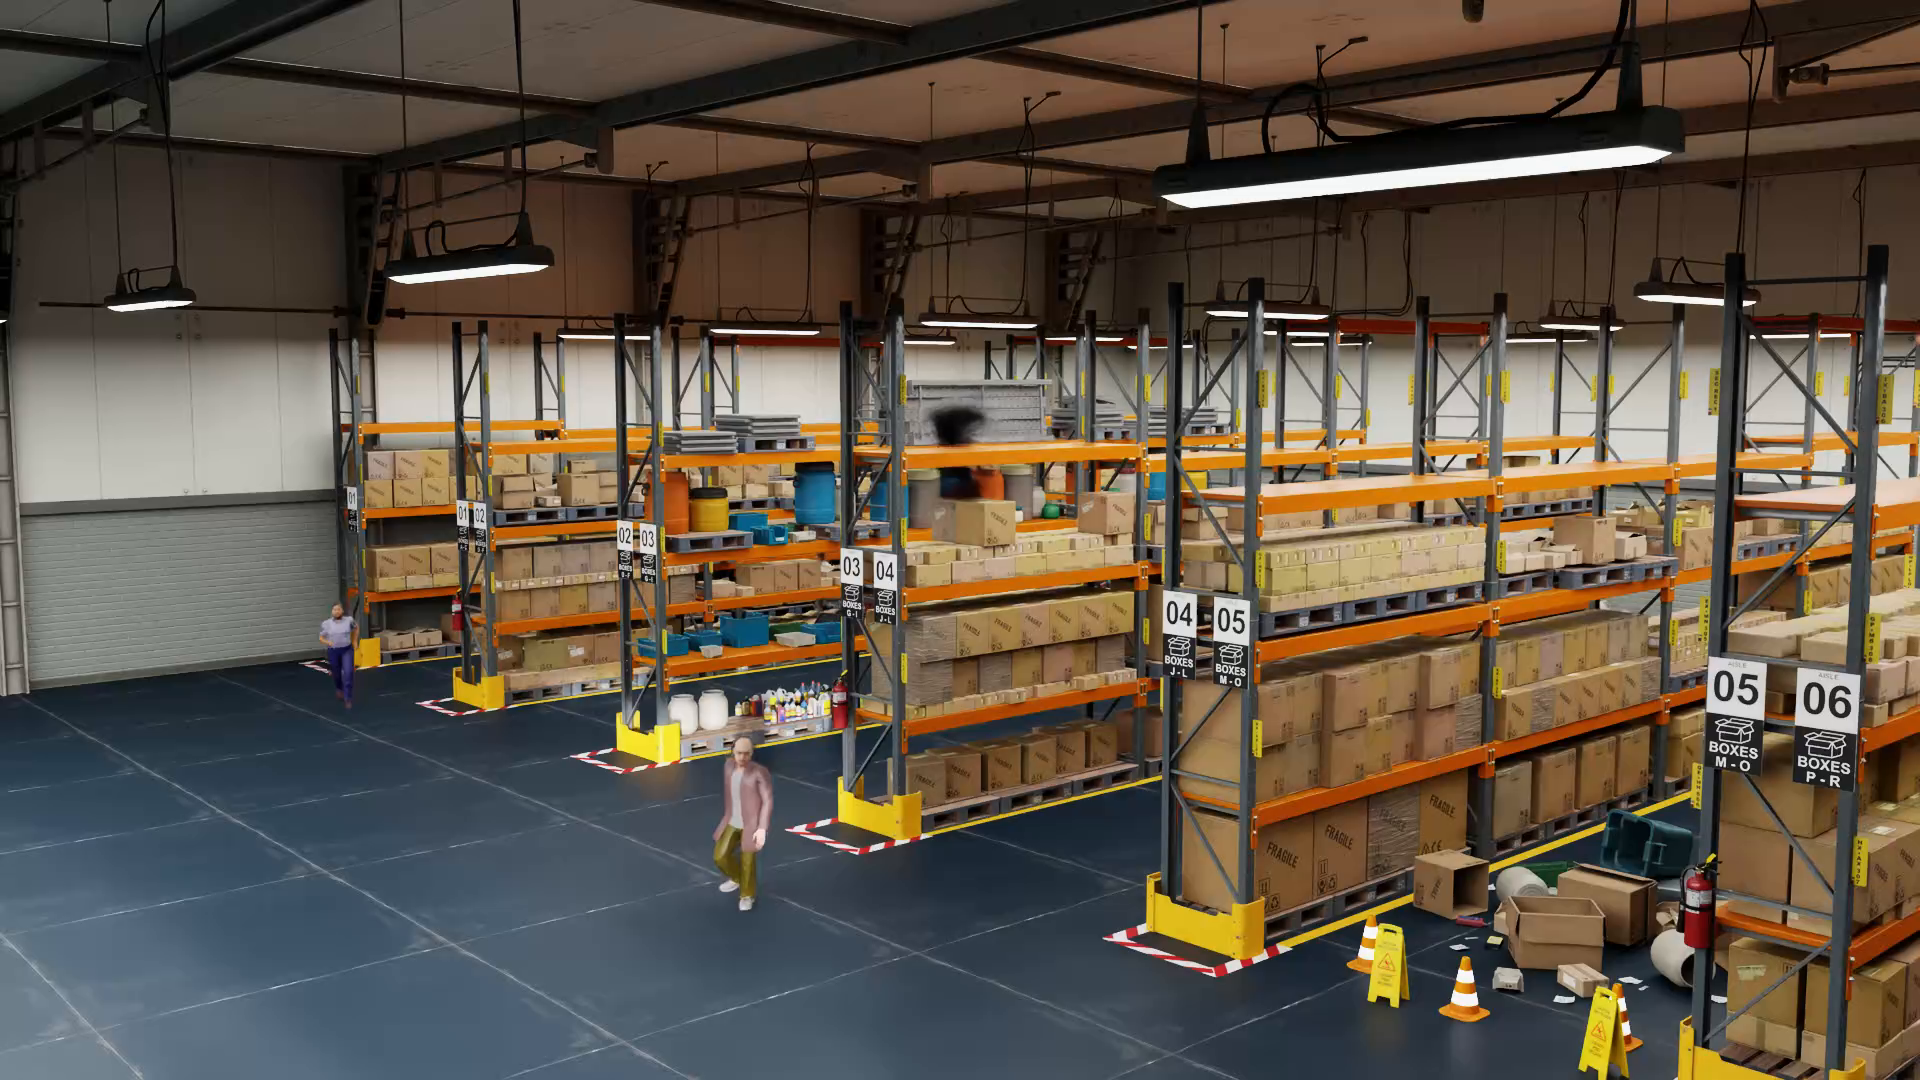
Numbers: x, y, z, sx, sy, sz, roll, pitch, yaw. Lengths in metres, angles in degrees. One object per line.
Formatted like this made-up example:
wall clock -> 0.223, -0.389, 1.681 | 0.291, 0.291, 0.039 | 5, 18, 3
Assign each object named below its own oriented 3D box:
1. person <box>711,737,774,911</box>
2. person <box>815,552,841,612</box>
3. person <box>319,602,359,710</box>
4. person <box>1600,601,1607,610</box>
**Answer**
person -> -2.079, 2.722, 16.082 | 0.743, 1.738, 0.588 | 2, 6, 23
person -> -2.721, 1.006, 34.135 | 0.733, 1.607, 0.541 | -5, 7, -39
person -> -9.719, 1.790, 26.071 | 0.587, 1.664, 0.899 | -2, 6, -19
person -> 10.441, 1.718, 26.676 | 1.118, 1.535, 0.721 | -3, 7, -30
